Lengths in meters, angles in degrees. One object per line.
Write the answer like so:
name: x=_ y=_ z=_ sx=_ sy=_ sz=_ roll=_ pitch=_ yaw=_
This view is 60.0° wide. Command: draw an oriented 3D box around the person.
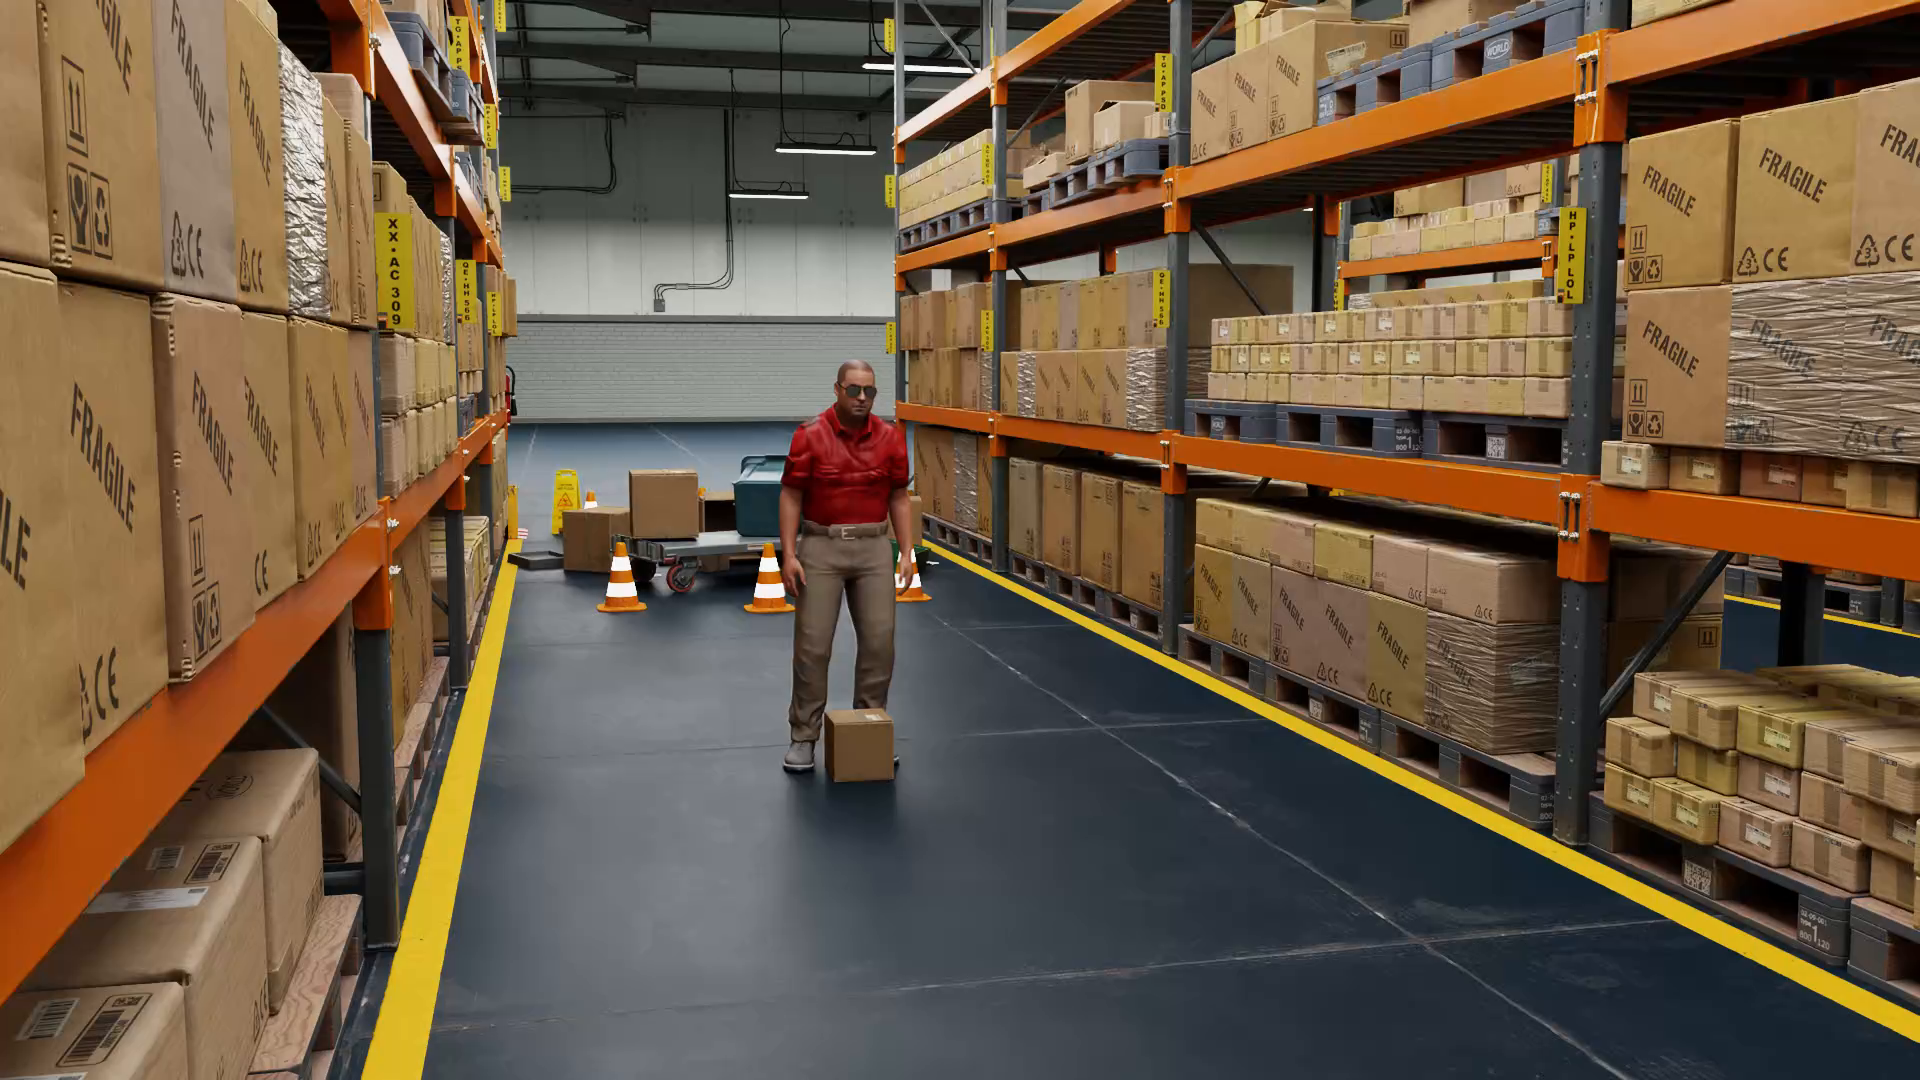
person: x=-0.485 y=0.095 z=7.121 sx=0.605 sy=1.726 sz=0.393 roll=-2 pitch=6 yaw=-17
